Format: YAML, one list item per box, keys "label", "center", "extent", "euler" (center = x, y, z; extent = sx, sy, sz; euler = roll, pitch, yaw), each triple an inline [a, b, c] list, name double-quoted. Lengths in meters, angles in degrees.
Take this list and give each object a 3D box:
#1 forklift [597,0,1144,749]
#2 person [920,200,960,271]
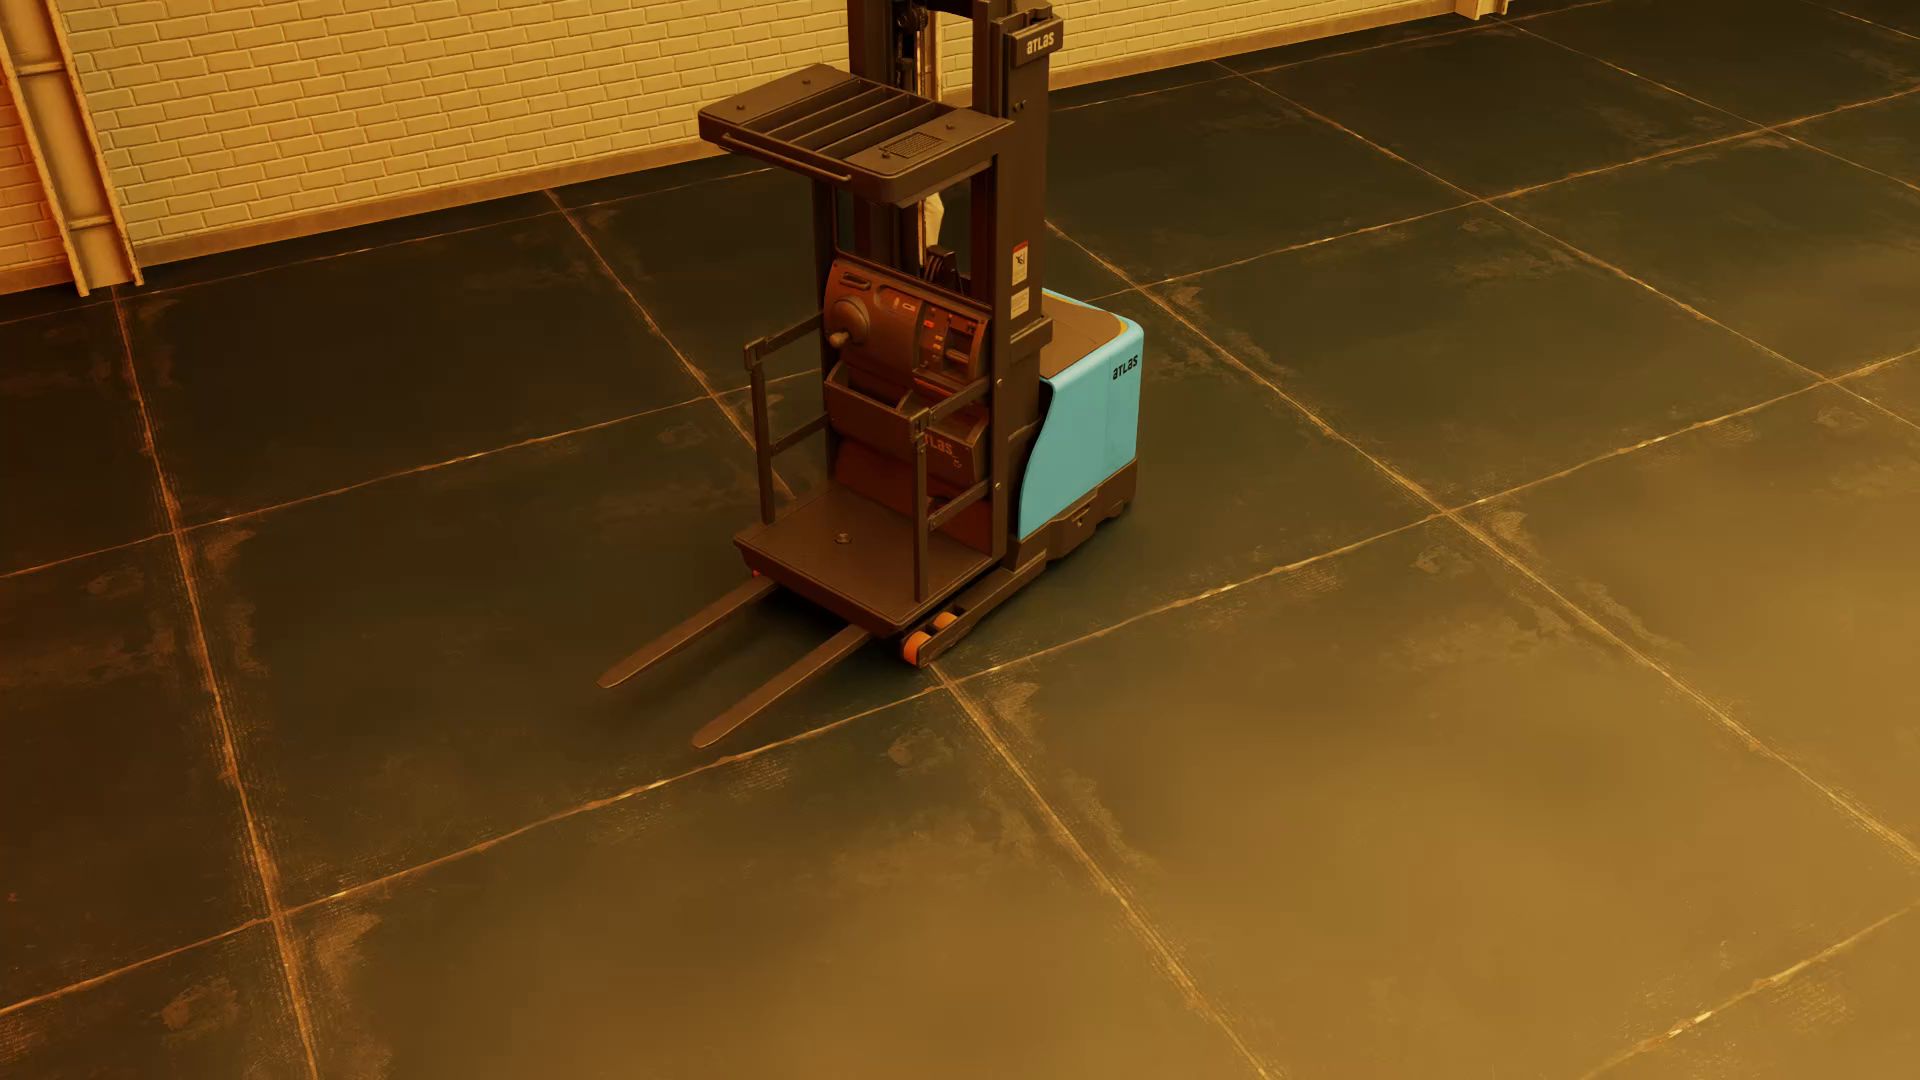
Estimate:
- label: "forklift"
  center: [-0.390, -0.927, 7.434]
  extent: [1.130, 2.935, 3.031]
  euler: [26, 43, 31]
- label: "person"
  center: [-0.324, -2.523, 10.766]
  extent: [0.550, 1.674, 0.547]
  euler: [-10, 36, -14]
